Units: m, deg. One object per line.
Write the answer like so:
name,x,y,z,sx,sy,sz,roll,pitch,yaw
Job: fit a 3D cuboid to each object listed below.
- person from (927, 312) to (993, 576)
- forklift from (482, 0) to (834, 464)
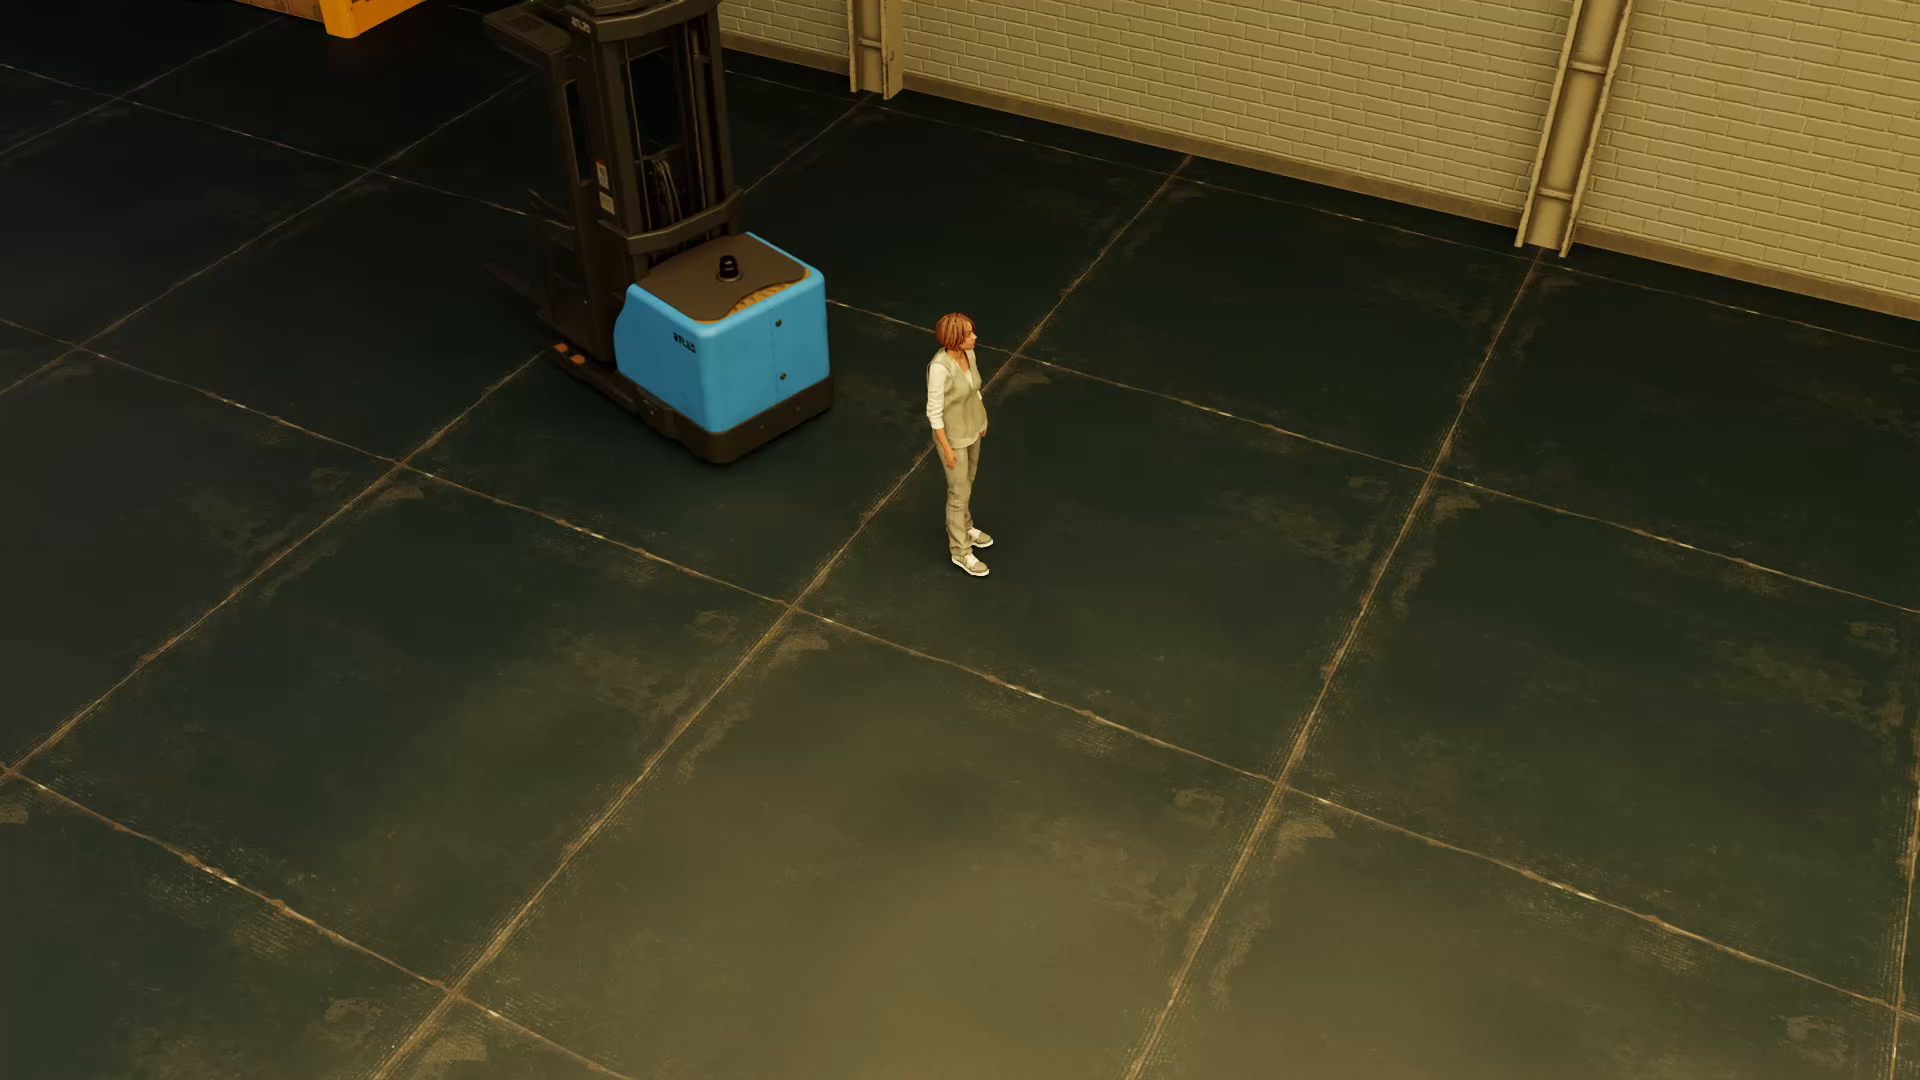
person,0.059,-0.587,9.707,0.475,1.596,0.521,18,43,21
forklift,-2.247,-2.458,10.905,1.130,2.935,3.031,-33,50,-33
